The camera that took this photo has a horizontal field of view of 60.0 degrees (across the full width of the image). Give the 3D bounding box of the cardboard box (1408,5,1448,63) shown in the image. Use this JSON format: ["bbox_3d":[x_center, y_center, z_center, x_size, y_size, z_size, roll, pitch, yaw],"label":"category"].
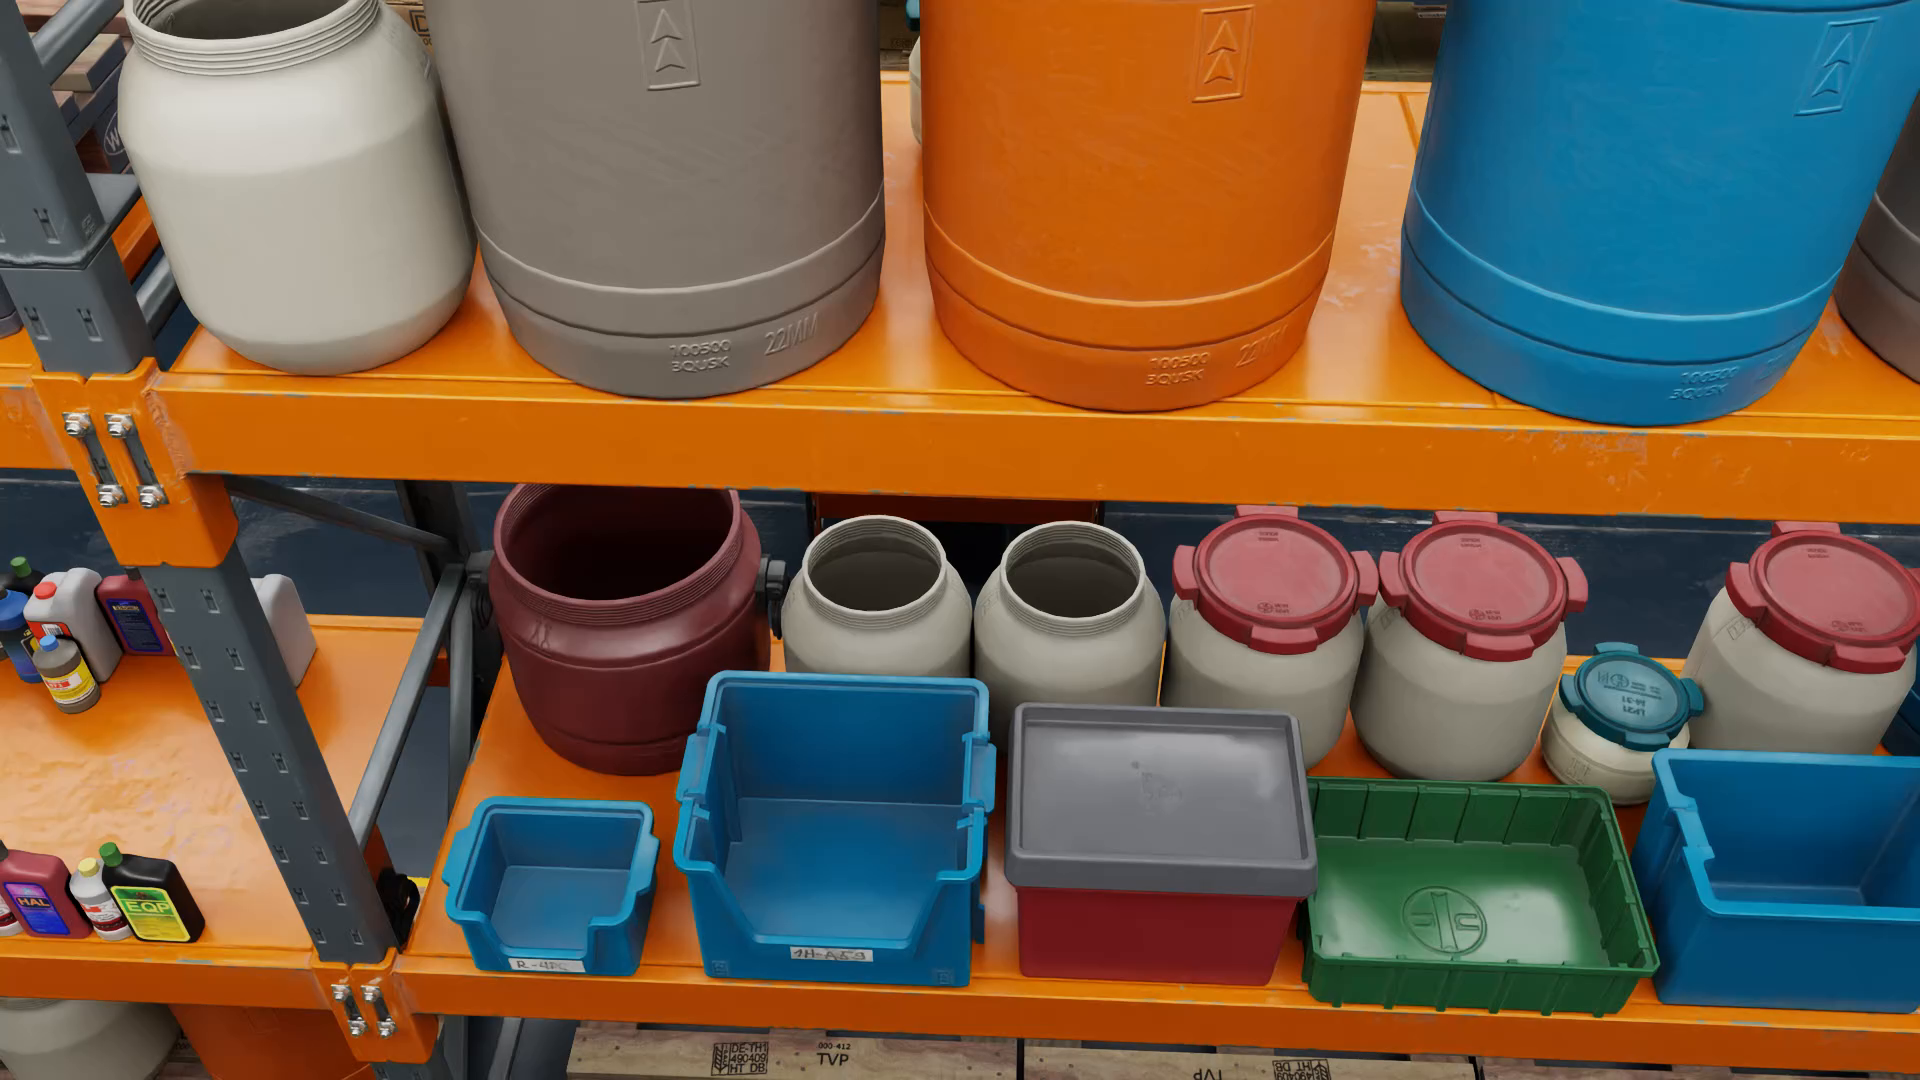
[{"bbox_3d":[2.387,-2.138,7.855,0.500,0.500,0.700,-1,43,-1],"label":"cardboard box"}]

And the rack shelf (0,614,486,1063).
[{"bbox_3d":[-3.217,0.594,3.940,4.000,0.370,1.077,2,43,2],"label":"rack shelf"}]

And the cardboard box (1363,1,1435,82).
[{"bbox_3d":[1.912,-2.165,7.885,0.500,0.500,0.700,2,43,2],"label":"cardboard box"}]

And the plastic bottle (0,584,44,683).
[{"bbox_3d":[-2.217,0.211,3.918,0.097,0.271,0.097,0,43,0],"label":"plastic bottle"}]

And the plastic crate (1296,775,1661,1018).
[{"bbox_3d":[1.024,0.731,3.420,0.662,0.188,0.450,2,43,2],"label":"plastic crate"}]

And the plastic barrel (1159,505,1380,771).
[{"bbox_3d":[0.666,0.250,3.681,0.433,0.535,0.433,0,43,0],"label":"plastic barrel"}]

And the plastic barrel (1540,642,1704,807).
[{"bbox_3d":[1.461,0.420,3.700,0.301,0.262,0.301,0,43,0],"label":"plastic barrel"}]

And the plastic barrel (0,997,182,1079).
[{"bbox_3d":[-2.277,1.189,4.291,0.421,0.512,0.421,0,43,0],"label":"plastic barrel"}]

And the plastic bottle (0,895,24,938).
[{"bbox_3d":[-1.988,0.720,3.423,0.097,0.201,0.097,0,43,0],"label":"plastic bottle"}]

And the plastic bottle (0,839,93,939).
[{"bbox_3d":[-1.873,0.706,3.378,0.133,0.283,0.061,2,43,2],"label":"plastic bottle"}]

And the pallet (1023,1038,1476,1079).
[{"bbox_3d":[0.768,1.502,4.483,1.213,0.211,1.003,2,43,2],"label":"pallet"}]

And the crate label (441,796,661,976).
[{"bbox_3d":[-0.815,0.721,3.398,0.416,0.233,0.303,2,43,2],"label":"crate label"}]

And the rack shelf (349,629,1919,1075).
[{"bbox_3d":[0.779,0.717,3.808,4.000,0.370,1.077,2,43,2],"label":"rack shelf"}]

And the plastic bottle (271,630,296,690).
[{"bbox_3d":[-1.644,0.307,3.810,0.135,0.276,0.152,2,43,2],"label":"plastic bottle"}]

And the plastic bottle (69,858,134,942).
[{"bbox_3d":[-1.757,0.727,3.415,0.097,0.201,0.097,0,43,0],"label":"plastic bottle"}]

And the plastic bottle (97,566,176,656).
[{"bbox_3d":[-1.963,0.160,3.963,0.133,0.283,0.061,2,43,2],"label":"plastic bottle"}]

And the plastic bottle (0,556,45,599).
[{"bbox_3d":[-2.231,0.152,3.972,0.133,0.283,0.061,2,43,2],"label":"plastic bottle"}]

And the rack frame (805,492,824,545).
[{"bbox_3d":[-0.515,-0.427,5.884,0.032,1.125,0.500,2,43,2],"label":"rack frame"}]

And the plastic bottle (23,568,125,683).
[{"bbox_3d":[-2.099,0.190,3.937,0.135,0.276,0.152,2,43,2],"label":"plastic bottle"}]

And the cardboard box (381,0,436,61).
[{"bbox_3d":[-2.575,-2.425,7.903,0.875,0.875,1.225,2,43,2],"label":"cardboard box"}]

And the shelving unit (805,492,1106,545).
[{"bbox_3d":[-0.007,-0.412,5.867,1.048,1.125,0.538,2,43,2],"label":"shelving unit"}]

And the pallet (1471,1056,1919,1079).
[{"bbox_3d":[1.990,1.537,4.445,1.213,0.211,1.003,2,43,2],"label":"pallet"}]

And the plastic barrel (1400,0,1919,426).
[{"bbox_3d":[0.952,-0.674,2.205,0.708,0.901,0.600,2,43,2],"label":"plastic barrel"}]

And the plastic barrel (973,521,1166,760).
[{"bbox_3d":[0.239,0.250,3.699,0.421,0.512,0.421,0,43,0],"label":"plastic barrel"}]

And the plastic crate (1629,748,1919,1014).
[{"bbox_3d":[1.661,0.699,3.311,0.575,0.384,0.392,2,43,2],"label":"plastic crate"}]

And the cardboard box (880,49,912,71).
[{"bbox_3d":[-0.326,-2.220,7.944,0.500,0.500,0.700,0,43,0],"label":"cardboard box"}]

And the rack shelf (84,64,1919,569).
[{"bbox_3d":[0.779,-0.381,2.786,4.000,0.370,1.077,2,43,2],"label":"rack shelf"}]

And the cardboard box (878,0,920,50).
[{"bbox_3d":[-0.326,-2.501,7.695,0.500,0.250,0.500,3,43,4],"label":"cardboard box"}]

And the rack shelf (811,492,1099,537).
[{"bbox_3d":[-0.007,-0.233,6.033,1.000,0.278,0.538,2,43,2],"label":"rack shelf"}]

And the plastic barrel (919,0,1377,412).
[{"bbox_3d":[0.245,-0.670,2.253,0.708,0.830,0.600,2,43,2],"label":"plastic barrel"}]

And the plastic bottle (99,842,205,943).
[{"bbox_3d":[-1.643,0.713,3.370,0.133,0.283,0.061,2,43,2],"label":"plastic bottle"}]

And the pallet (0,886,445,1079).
[{"bbox_3d":[-2.009,1.416,4.575,1.213,0.211,1.003,2,43,2],"label":"pallet"}]

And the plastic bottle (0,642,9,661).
[{"bbox_3d":[-2.347,0.191,3.990,0.097,0.201,0.097,0,43,0],"label":"plastic bottle"}]

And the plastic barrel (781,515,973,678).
[{"bbox_3d":[-0.182,0.237,3.713,0.421,0.512,0.421,0,43,0],"label":"plastic barrel"}]

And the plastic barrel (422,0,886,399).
[{"bbox_3d":[-0.409,-0.716,2.250,0.600,0.901,0.600,0,43,0],"label":"plastic barrel"}]

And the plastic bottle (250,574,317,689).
[{"bbox_3d":[-1.637,0.204,3.922,0.135,0.276,0.152,2,43,2],"label":"plastic bottle"}]

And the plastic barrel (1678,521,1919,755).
[{"bbox_3d":[1.831,0.286,3.642,0.433,0.535,0.433,0,43,0],"label":"plastic barrel"}]

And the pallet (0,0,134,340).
[{"bbox_3d":[-1.979,-0.727,2.767,1.213,0.211,1.003,2,43,2],"label":"pallet"}]

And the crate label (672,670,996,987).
[{"bbox_3d":[-0.239,0.594,3.386,0.616,0.435,0.502,2,43,2],"label":"crate label"}]

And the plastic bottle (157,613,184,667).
[{"bbox_3d":[-1.849,0.206,3.974,0.097,0.201,0.097,0,43,0],"label":"plastic bottle"}]

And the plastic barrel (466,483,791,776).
[{"bbox_3d":[-0.742,0.150,3.788,0.708,0.536,0.600,2,43,2],"label":"plastic barrel"}]

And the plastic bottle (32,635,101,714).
[{"bbox_3d":[-2.086,0.303,3.870,0.097,0.201,0.097,0,43,0],"label":"plastic bottle"}]

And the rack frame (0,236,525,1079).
[{"bbox_3d":[-1.219,0.392,3.629,0.127,3.000,1.000,2,43,2],"label":"rack frame"}]

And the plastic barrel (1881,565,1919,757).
[{"bbox_3d":[2.404,0.113,3.560,0.708,0.901,0.600,2,43,2],"label":"plastic barrel"}]

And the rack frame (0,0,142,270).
[{"bbox_3d":[-1.219,-1.803,1.584,0.127,3.000,1.000,2,43,2],"label":"rack frame"}]

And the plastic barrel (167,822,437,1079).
[{"bbox_3d":[-1.709,1.029,4.229,0.708,0.830,0.600,2,43,2],"label":"plastic barrel"}]

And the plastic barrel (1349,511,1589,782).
[{"bbox_3d":[1.098,0.264,3.667,0.433,0.535,0.433,0,43,0],"label":"plastic barrel"}]

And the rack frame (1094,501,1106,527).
[{"bbox_3d":[0.501,-0.396,5.850,0.032,1.125,0.500,2,43,2],"label":"rack frame"}]

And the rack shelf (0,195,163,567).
[{"bbox_3d":[-3.217,-0.504,2.917,4.000,0.370,1.077,2,43,2],"label":"rack shelf"}]

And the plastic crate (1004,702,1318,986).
[{"bbox_3d":[0.381,0.626,3.330,0.583,0.464,0.402,2,43,2],"label":"plastic crate"}]

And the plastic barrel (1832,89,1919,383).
[{"bbox_3d":[1.605,-0.654,2.183,0.600,0.901,0.600,0,43,0],"label":"plastic barrel"}]

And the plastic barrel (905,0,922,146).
[{"bbox_3d":[0.062,-0.775,2.782,0.301,0.262,0.301,0,43,0],"label":"plastic barrel"}]

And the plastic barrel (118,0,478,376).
[{"bbox_3d":[-0.923,-0.528,2.334,0.421,0.512,0.421,0,43,0],"label":"plastic barrel"}]

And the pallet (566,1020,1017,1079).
[{"bbox_3d":[-0.447,1.462,4.525,1.213,0.211,1.003,2,43,2],"label":"pallet"}]
